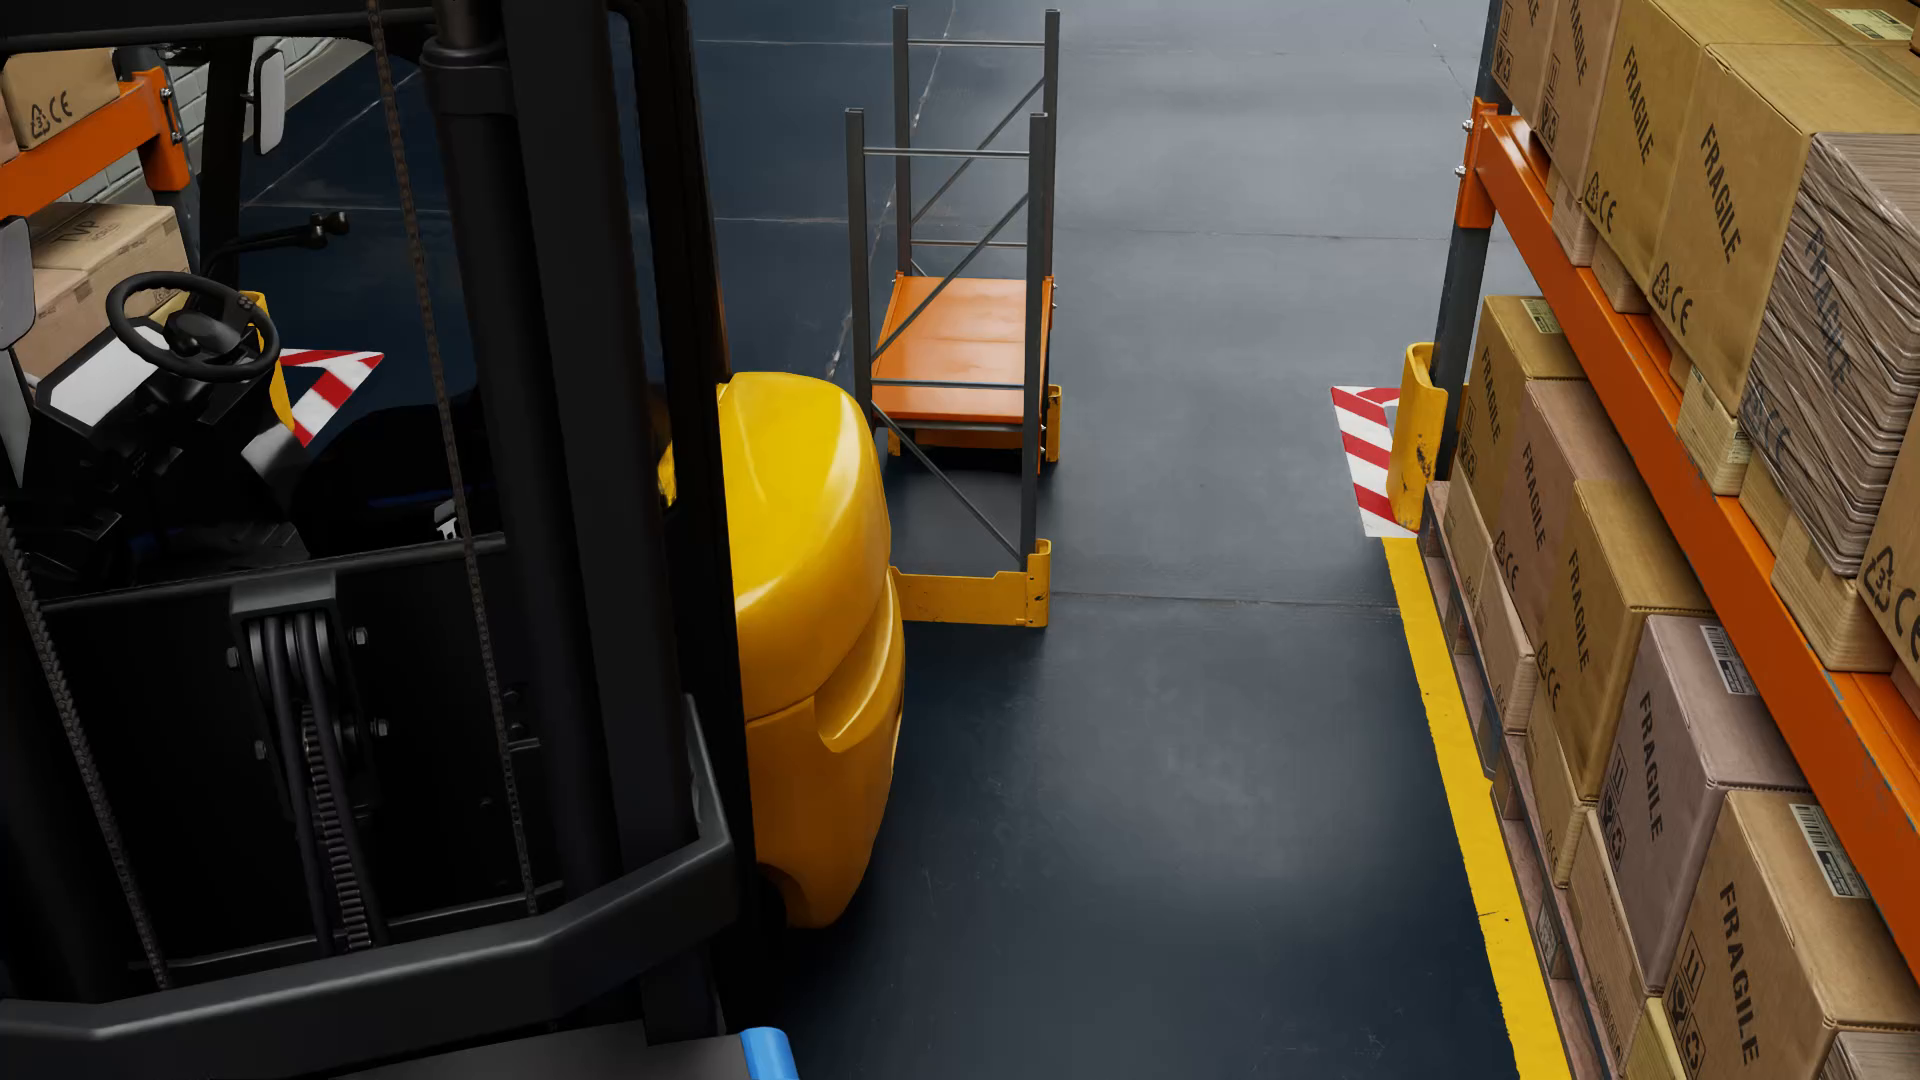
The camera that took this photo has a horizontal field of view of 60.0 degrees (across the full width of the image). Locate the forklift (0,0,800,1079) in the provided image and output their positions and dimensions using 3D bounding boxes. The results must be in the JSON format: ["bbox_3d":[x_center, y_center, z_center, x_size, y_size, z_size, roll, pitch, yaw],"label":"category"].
[{"bbox_3d":[-0.921,0.013,2.435,1.130,2.935,3.031,-9,33,-14],"label":"forklift"}]

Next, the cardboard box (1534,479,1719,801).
[{"bbox_3d":[1.569,0.219,3.541,0.500,0.500,0.500,3,32,5],"label":"cardboard box"}]

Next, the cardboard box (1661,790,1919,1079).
[{"bbox_3d":[1.493,0.766,2.654,0.500,0.500,0.500,3,32,5],"label":"cardboard box"}]

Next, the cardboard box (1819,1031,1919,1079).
[{"bbox_3d":[1.453,1.032,2.222,0.500,0.500,0.500,2,32,3],"label":"cardboard box"}]

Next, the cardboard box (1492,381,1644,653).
[{"bbox_3d":[1.618,-0.043,3.966,0.500,0.500,0.500,1,32,2],"label":"cardboard box"}]

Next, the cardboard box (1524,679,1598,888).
[{"bbox_3d":[1.576,0.543,3.730,0.500,0.250,0.500,5,32,7],"label":"cardboard box"}]

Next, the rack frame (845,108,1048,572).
[{"bbox_3d":[-0.034,-0.417,4.498,0.500,1.500,0.032,2,32,4],"label":"rack frame"}]

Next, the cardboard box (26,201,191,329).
[{"bbox_3d":[-2.676,-0.801,4.958,0.500,0.250,0.500,3,32,6],"label":"cardboard box"}]

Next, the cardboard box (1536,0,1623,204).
[{"bbox_3d":[1.644,-1.074,3.754,0.500,0.500,0.500,3,32,5],"label":"cardboard box"}]

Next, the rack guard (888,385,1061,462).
[{"bbox_3d":[0.047,-0.407,5.672,0.587,0.250,0.087,2,32,4],"label":"rack guard"}]

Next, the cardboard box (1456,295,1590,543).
[{"bbox_3d":[1.656,-0.316,4.410,0.500,0.500,0.500,1,32,2],"label":"cardboard box"}]

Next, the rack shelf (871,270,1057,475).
[{"bbox_3d":[0.007,-0.530,5.023,0.538,0.185,1.000,2,32,4],"label":"rack shelf"}]

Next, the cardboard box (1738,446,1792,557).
[{"bbox_3d":[1.525,-0.058,2.724,0.380,0.149,0.250,2,32,3],"label":"cardboard box"}]

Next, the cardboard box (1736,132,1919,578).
[{"bbox_3d":[1.534,-0.273,2.455,0.500,0.500,0.500,3,32,5],"label":"cardboard box"}]

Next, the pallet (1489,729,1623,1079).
[{"bbox_3d":[1.789,0.875,3.629,1.003,0.211,1.213,2,32,4],"label":"pallet"}]

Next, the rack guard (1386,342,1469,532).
[{"bbox_3d":[1.992,-0.307,5.272,1.175,0.500,0.348,2,32,4],"label":"rack guard"}]

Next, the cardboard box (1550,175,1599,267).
[{"bbox_3d":[1.589,-0.737,3.826,0.380,0.149,0.250,3,32,5],"label":"cardboard box"}]

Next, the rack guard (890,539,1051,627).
[{"bbox_3d":[-0.034,0.114,4.827,0.587,0.250,0.087,2,32,4],"label":"rack guard"}]

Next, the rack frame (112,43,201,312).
[{"bbox_3d":[-2.949,-1.621,5.022,1.000,3.000,0.127,2,32,4],"label":"rack frame"}]

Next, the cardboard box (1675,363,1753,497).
[{"bbox_3d":[1.510,-0.194,2.945,0.380,0.149,0.250,3,32,4],"label":"cardboard box"}]

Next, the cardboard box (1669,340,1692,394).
[{"bbox_3d":[1.589,-0.323,3.154,0.380,0.149,0.250,2,32,3],"label":"cardboard box"}]

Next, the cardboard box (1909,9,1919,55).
[{"bbox_3d":[2.008,-0.939,2.583,0.700,0.500,0.500,2,32,4],"label":"cardboard box"}]

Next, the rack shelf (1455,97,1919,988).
[{"bbox_3d":[1.836,-0.059,3.173,1.077,0.370,4.000,2,32,4],"label":"rack shelf"}]

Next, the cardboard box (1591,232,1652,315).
[{"bbox_3d":[1.602,-0.600,3.604,0.380,0.149,0.250,3,32,5],"label":"cardboard box"}]

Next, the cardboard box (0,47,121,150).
[{"bbox_3d":[-2.727,-1.395,4.560,0.500,0.500,0.500,2,32,3],"label":"cardboard box"}]

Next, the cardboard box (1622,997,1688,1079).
[{"bbox_3d":[1.486,1.073,2.871,0.500,0.250,0.500,2,32,3],"label":"cardboard box"}]

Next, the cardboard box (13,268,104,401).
[{"bbox_3d":[-2.711,-0.534,4.525,0.500,0.250,0.500,3,32,5],"label":"cardboard box"}]

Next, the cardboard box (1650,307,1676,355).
[{"bbox_3d":[1.640,-0.459,3.376,0.380,0.149,0.250,3,32,6],"label":"cardboard box"}]

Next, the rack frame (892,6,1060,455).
[{"bbox_3d":[0.048,-0.949,5.360,0.500,1.500,0.032,2,32,4],"label":"rack frame"}]

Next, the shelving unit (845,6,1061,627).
[{"bbox_3d":[0.006,-0.678,4.921,0.587,1.500,1.083,2,32,4],"label":"shelving unit"}]

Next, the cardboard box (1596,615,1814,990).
[{"bbox_3d":[1.534,0.499,3.087,0.500,0.500,0.500,4,32,7],"label":"cardboard box"}]

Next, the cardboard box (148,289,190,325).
[{"bbox_3d":[-2.677,-0.575,5.067,0.500,0.250,0.500,2,32,3],"label":"cardboard box"}]

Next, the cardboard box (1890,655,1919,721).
[{"bbox_3d":[1.542,0.213,2.285,0.380,0.149,0.250,2,32,3],"label":"cardboard box"}]

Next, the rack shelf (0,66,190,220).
[{"bbox_3d":[-3.112,-0.269,3.514,1.077,0.370,4.000,2,32,4],"label":"rack shelf"}]

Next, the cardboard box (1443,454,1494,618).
[{"bbox_3d":[1.657,-0.009,4.627,0.500,0.250,0.500,2,32,4],"label":"cardboard box"}]

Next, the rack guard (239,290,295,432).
[{"bbox_3d":[-2.947,-0.570,5.698,1.175,0.500,0.348,2,32,4],"label":"rack guard"}]

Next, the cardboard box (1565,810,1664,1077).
[{"bbox_3d":[1.532,0.807,3.302,0.500,0.250,0.500,3,32,5],"label":"cardboard box"}]

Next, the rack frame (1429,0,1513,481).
[{"bbox_3d":[1.998,-1.411,4.681,1.000,3.000,0.127,2,32,4],"label":"rack frame"}]

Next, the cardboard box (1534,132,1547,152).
[{"bbox_3d":[1.764,-1.136,4.473,0.380,0.149,0.250,3,32,4],"label":"cardboard box"}]

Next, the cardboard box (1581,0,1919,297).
[{"bbox_3d":[1.604,-0.807,3.322,0.500,0.500,0.500,2,32,3],"label":"cardboard box"}]

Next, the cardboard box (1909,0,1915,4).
[{"bbox_3d":[2.139,-0.762,3.248,0.500,0.500,0.500,2,32,4],"label":"cardboard box"}]

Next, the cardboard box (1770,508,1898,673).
[{"bbox_3d":[1.475,0.075,2.509,0.380,0.149,0.250,2,32,3],"label":"cardboard box"}]

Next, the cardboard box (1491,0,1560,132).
[{"bbox_3d":[1.683,-1.345,4.194,0.500,0.500,0.500,2,32,3],"label":"cardboard box"}]

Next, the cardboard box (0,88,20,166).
[{"bbox_3d":[-2.779,-1.124,4.120,0.500,0.500,0.500,3,32,6],"label":"cardboard box"}]

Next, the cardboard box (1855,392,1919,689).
[{"bbox_3d":[1.496,-0.001,2.014,0.500,0.500,0.500,3,32,6],"label":"cardboard box"}]

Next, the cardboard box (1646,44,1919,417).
[{"bbox_3d":[1.571,-0.541,2.890,0.500,0.500,0.500,2,32,3],"label":"cardboard box"}]

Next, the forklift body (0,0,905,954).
[{"bbox_3d":[-1.285,-0.191,3.509,2.313,2.155,1.214,2,32,4],"label":"forklift body"}]

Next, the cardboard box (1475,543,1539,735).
[{"bbox_3d":[1.608,0.257,4.194,0.500,0.250,0.500,4,32,6],"label":"cardboard box"}]

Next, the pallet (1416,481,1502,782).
[{"bbox_3d":[1.891,0.239,4.661,1.003,0.211,1.213,2,32,4],"label":"pallet"}]

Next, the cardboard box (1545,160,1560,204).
[{"bbox_3d":[1.656,-0.868,4.038,0.380,0.149,0.250,1,32,2],"label":"cardboard box"}]
